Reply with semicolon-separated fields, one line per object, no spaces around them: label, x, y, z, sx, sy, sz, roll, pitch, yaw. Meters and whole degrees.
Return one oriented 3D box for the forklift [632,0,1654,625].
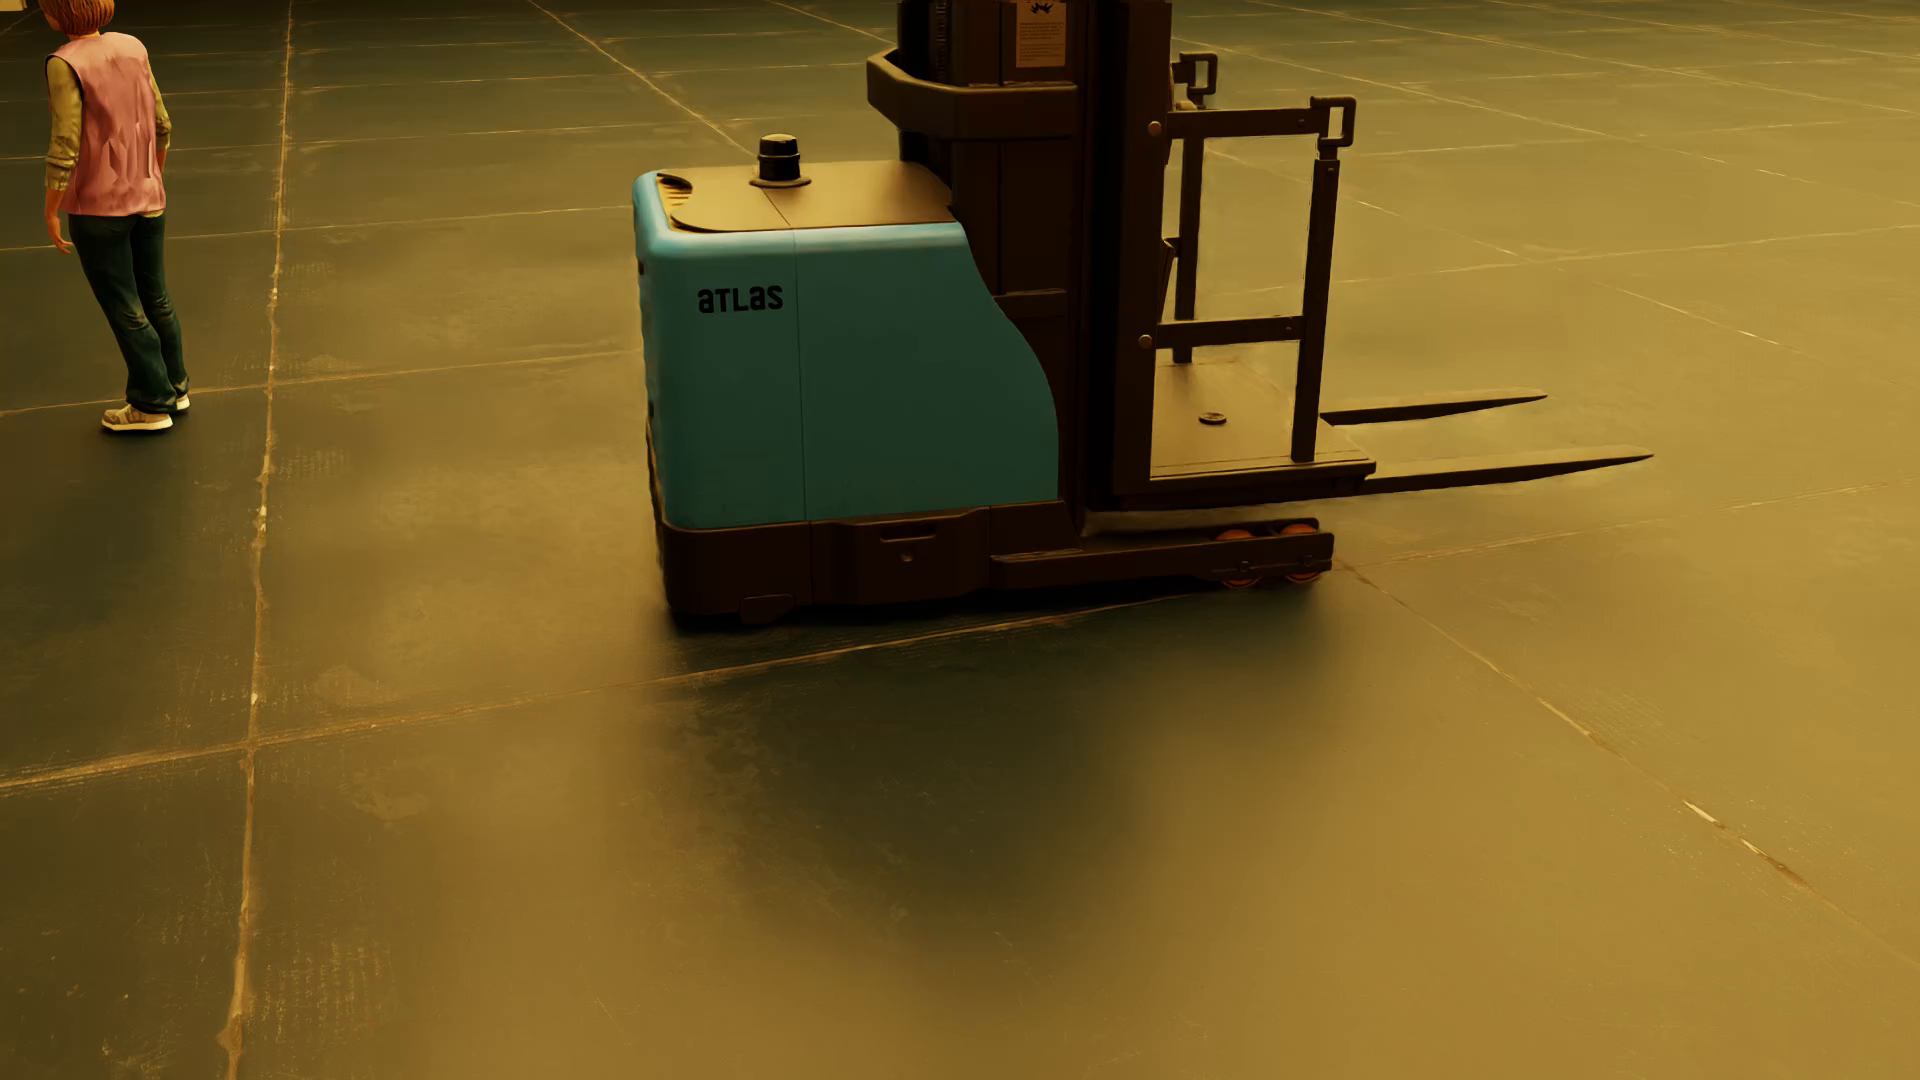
forklift;0.594;-1.406;4.641;3.031;2.935;1.130;-5;23;-12

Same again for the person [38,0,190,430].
person;-2.965;-1.150;5.736;0.474;1.597;0.520;8;24;19
